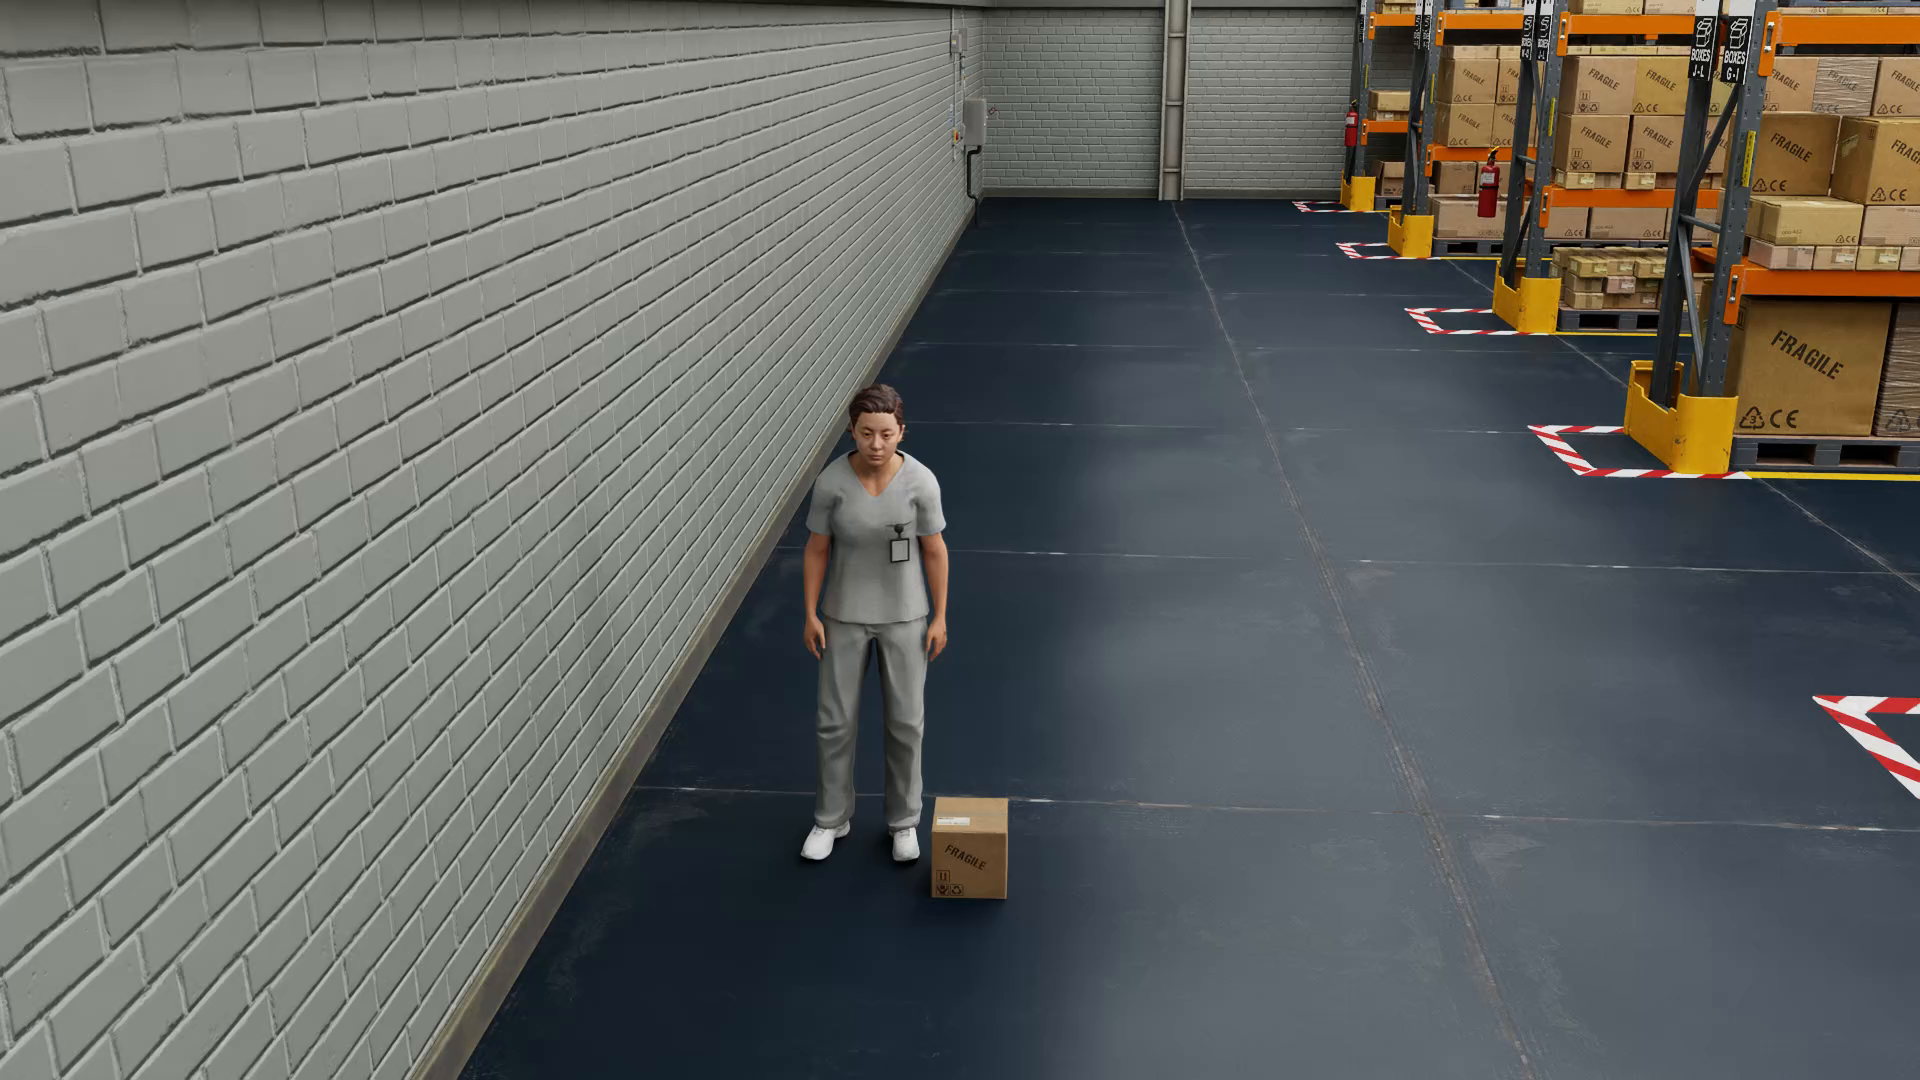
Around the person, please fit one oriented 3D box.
[{"bbox_3d":[-0.296,0.281,5.665,0.515,1.672,0.353,0,18,1],"label":"person"}]
